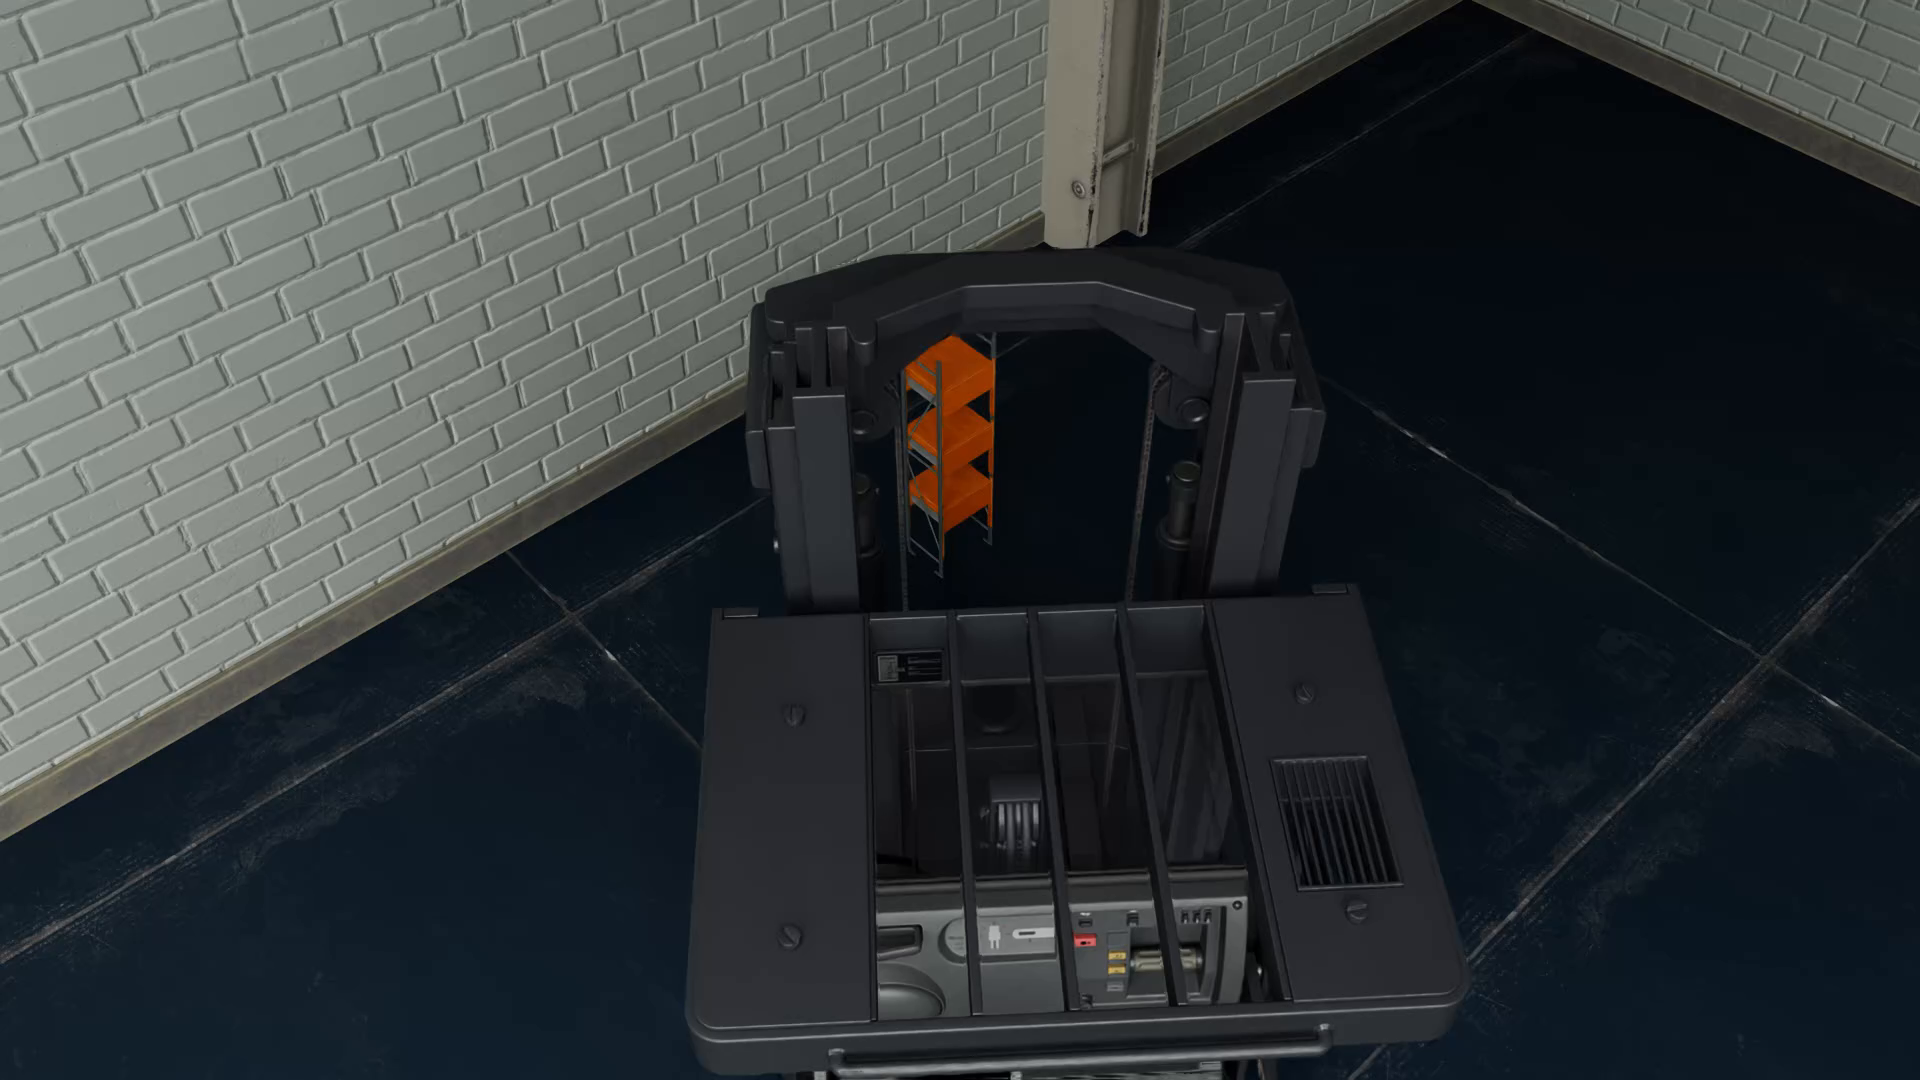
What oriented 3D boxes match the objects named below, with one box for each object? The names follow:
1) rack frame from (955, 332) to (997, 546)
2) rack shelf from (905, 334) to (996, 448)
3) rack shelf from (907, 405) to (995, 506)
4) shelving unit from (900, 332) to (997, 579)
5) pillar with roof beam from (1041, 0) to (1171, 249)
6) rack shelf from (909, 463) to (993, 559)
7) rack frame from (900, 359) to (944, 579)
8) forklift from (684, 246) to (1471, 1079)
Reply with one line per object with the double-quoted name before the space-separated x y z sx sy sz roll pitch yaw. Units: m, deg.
"rack frame" 0.051 -0.390 5.895 0.008 1.050 0.200 -34 56 -27
"rack shelf" -0.040 -0.515 5.639 0.240 0.259 0.215 -34 56 -27
"rack shelf" -0.040 -0.322 5.847 0.240 0.259 0.215 -34 56 -27
"shelving unit" -0.040 -0.330 5.840 0.252 1.050 0.215 -34 56 -27
"pillar with roof beam" 3.500 -2.092 2.057 0.400 9.000 9.100 -34 56 -27
"rack shelf" -0.040 -0.134 6.052 0.240 0.259 0.215 -34 56 -27
"rack frame" -0.130 -0.269 5.784 0.008 1.050 0.200 -34 56 -27
"forklift" 0.145 1.013 3.321 1.130 2.935 3.031 -2 47 -2
